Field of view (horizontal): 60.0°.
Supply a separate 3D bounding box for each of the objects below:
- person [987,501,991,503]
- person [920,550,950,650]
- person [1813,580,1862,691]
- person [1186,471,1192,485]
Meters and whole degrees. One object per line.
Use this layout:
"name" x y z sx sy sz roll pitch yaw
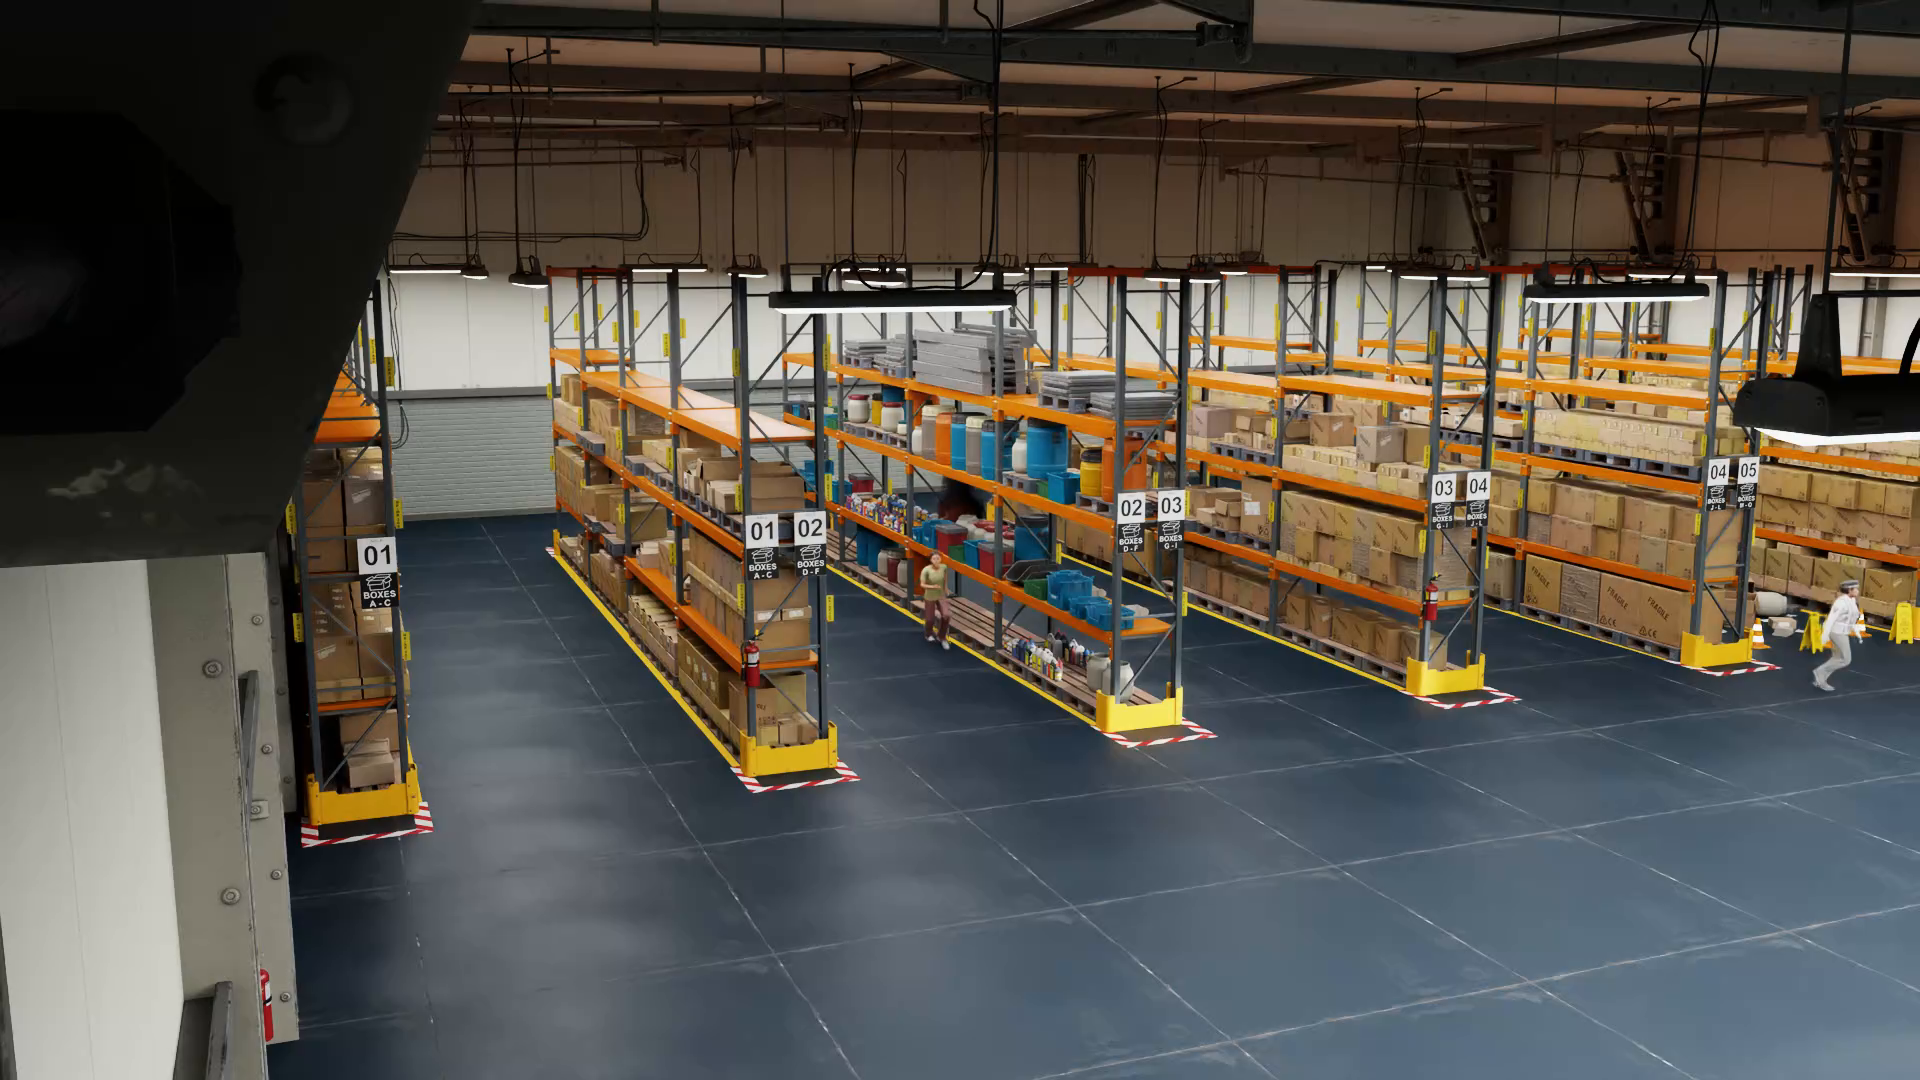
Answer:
"person" 1.042 -1.362 39.878 0.886 1.585 0.660 6 11 30
"person" -0.409 0.934 26.589 0.516 1.612 0.905 -2 10 -12
"person" 12.729 1.369 24.079 0.539 1.660 0.600 9 13 40
"person" 4.764 -0.652 35.633 0.467 1.706 0.804 -6 11 -30
